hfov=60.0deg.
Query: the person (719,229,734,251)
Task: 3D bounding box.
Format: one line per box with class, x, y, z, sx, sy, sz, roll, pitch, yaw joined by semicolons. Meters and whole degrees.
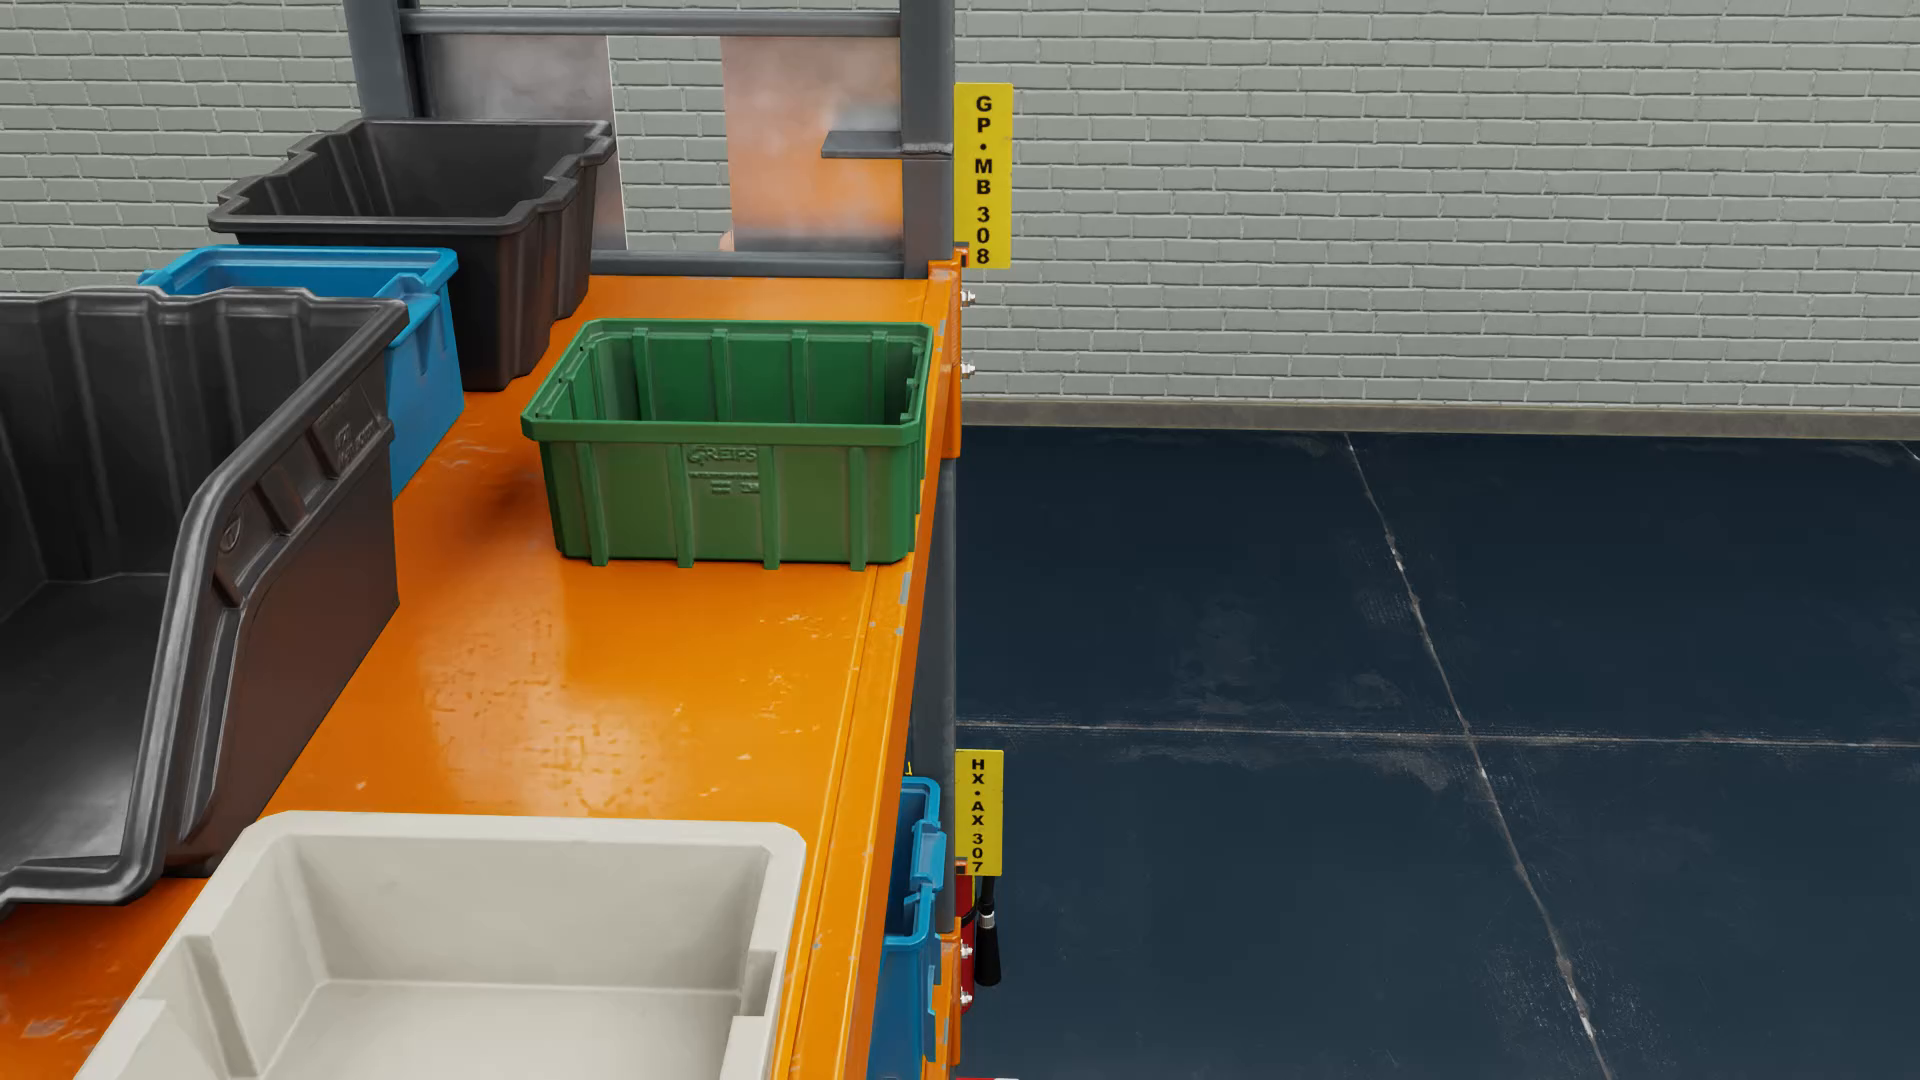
person;-0.874;-0.463;7.039;0.380;1.779;0.562;2;28;3
